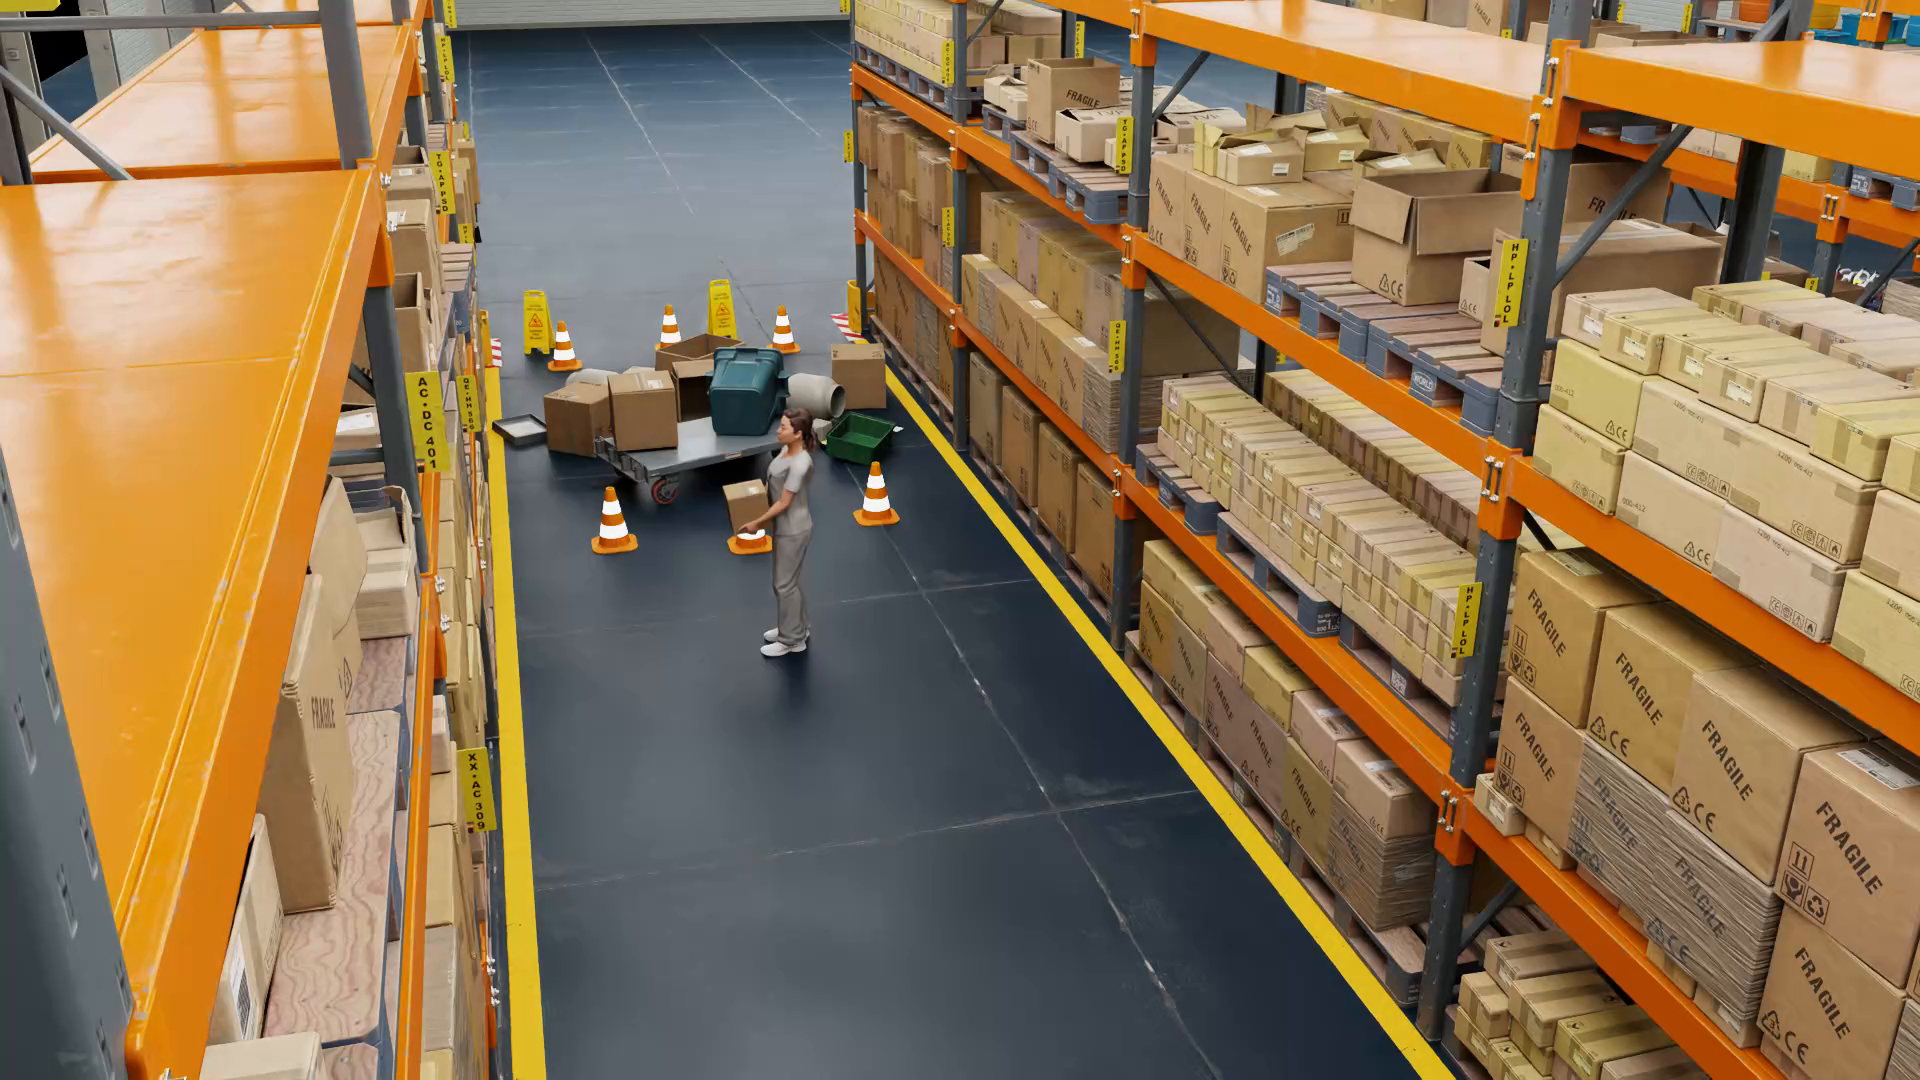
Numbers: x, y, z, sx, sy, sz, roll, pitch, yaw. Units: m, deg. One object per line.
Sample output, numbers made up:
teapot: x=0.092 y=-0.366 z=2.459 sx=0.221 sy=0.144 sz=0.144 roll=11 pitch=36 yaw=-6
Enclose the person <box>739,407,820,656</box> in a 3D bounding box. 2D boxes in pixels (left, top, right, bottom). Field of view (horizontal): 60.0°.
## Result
person: x=-1.163 y=-0.058 z=10.749 sx=0.561 sy=1.662 sz=0.436 roll=-6 pitch=24 yaw=-13
